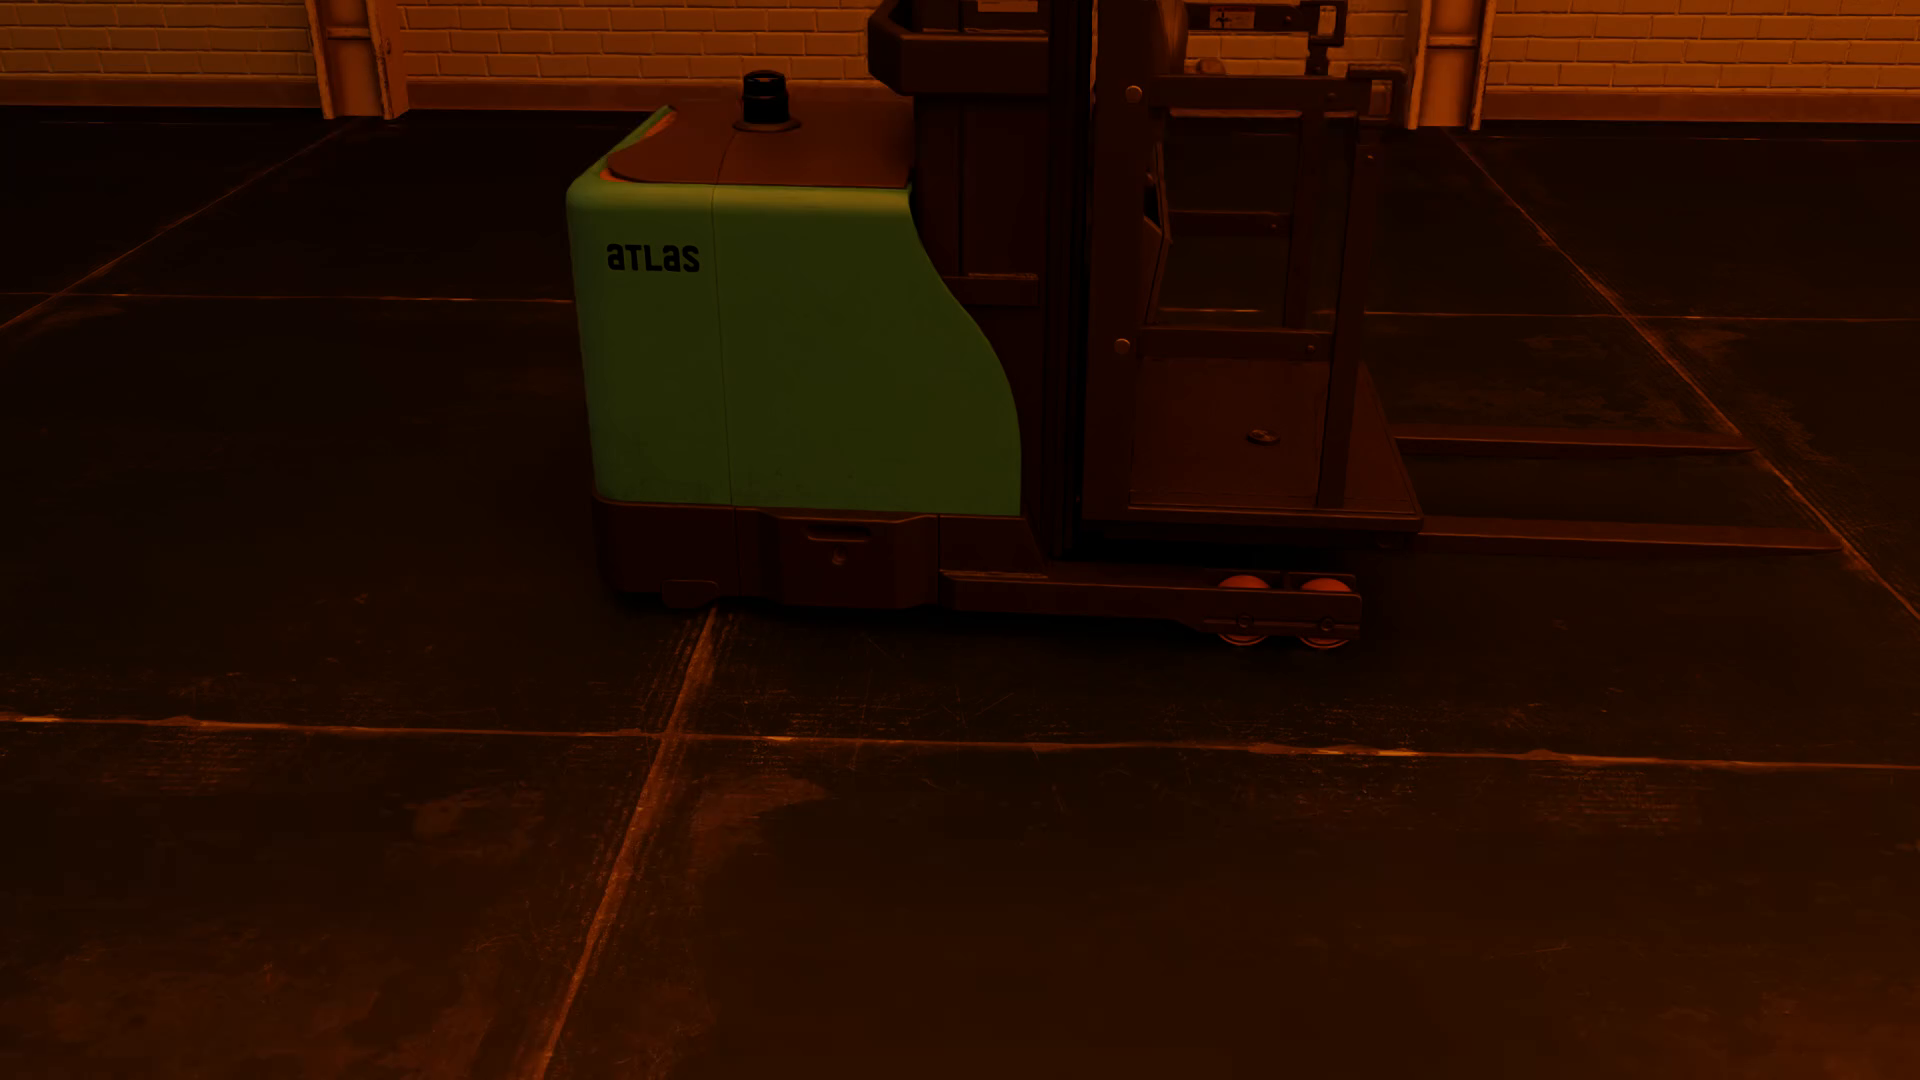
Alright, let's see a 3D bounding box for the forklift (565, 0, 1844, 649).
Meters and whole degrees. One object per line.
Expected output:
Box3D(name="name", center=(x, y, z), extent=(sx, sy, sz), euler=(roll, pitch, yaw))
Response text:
Box3D(name="forklift", center=(0.637, -1.299, 3.842), extent=(3.031, 2.935, 1.130), euler=(2, 26, 4))
